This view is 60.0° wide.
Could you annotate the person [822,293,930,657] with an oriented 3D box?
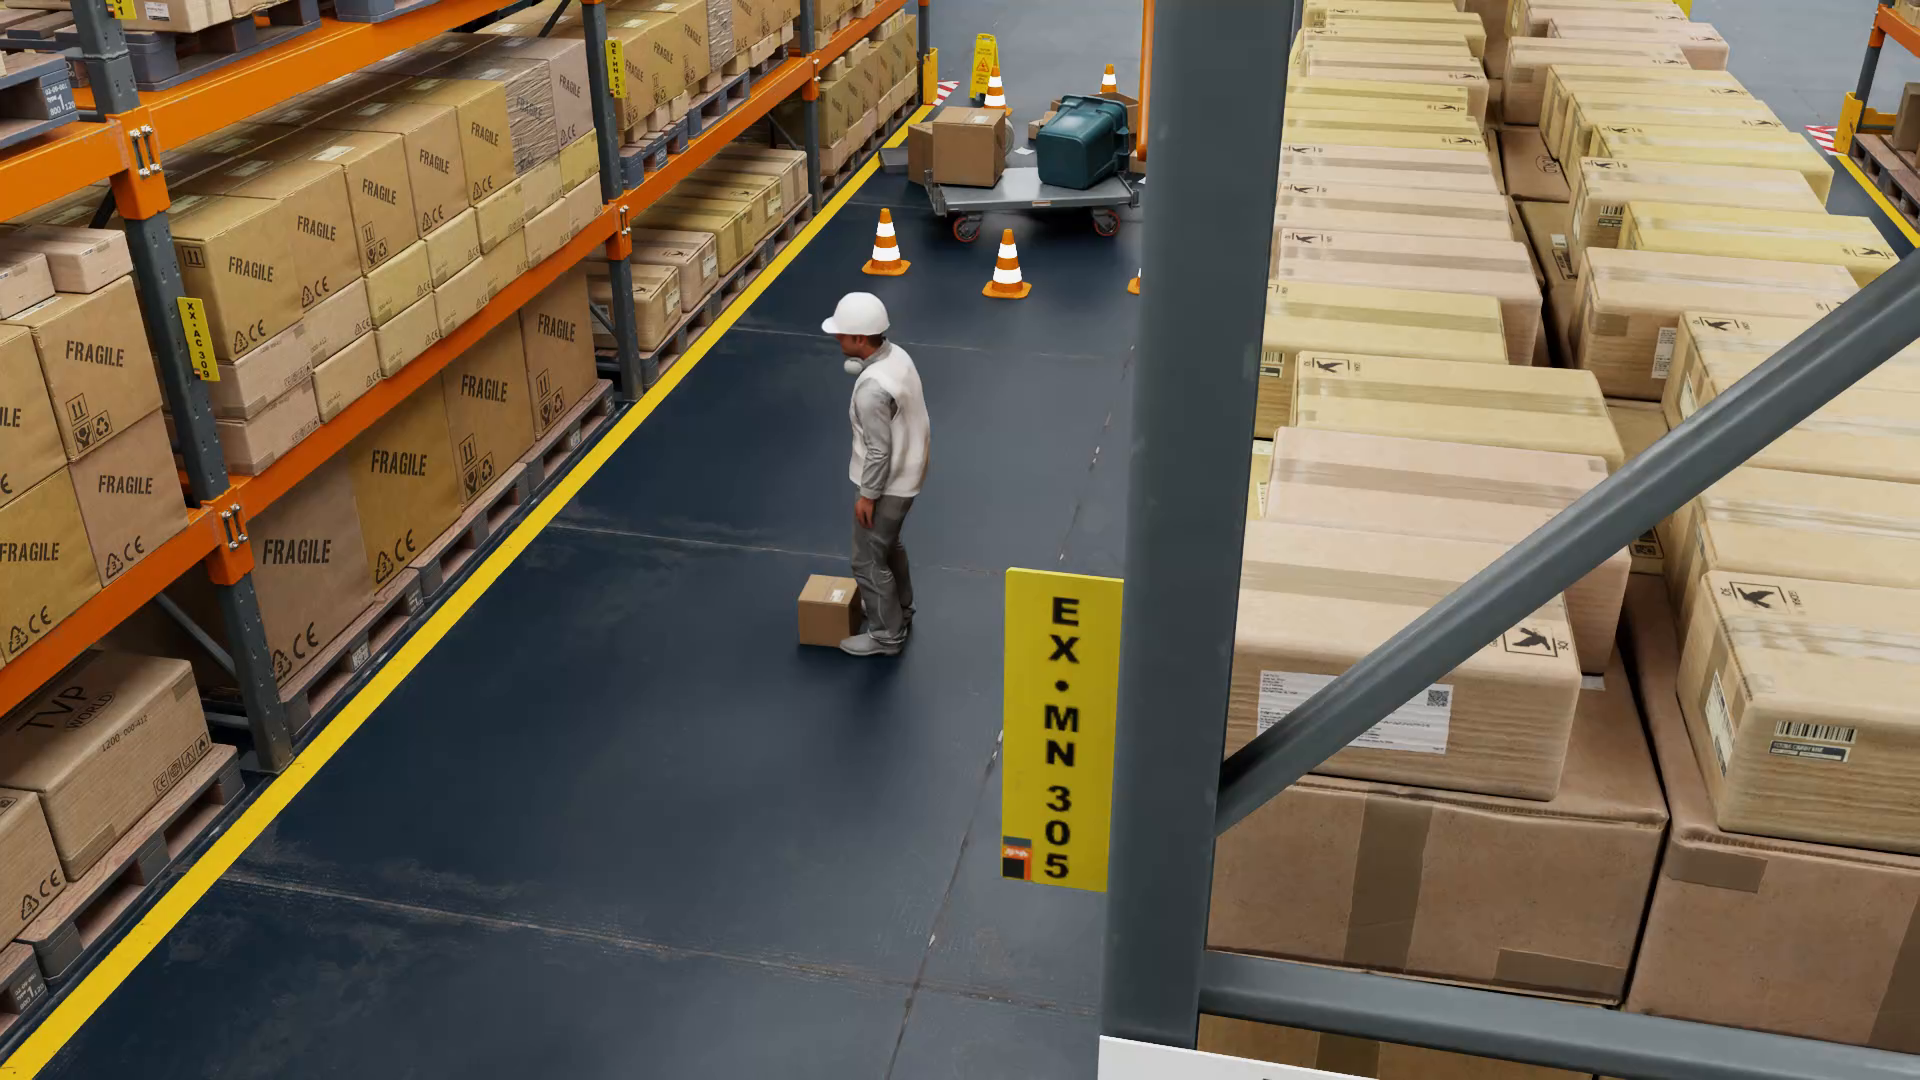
[{"bbox_3d":[-0.369,-0.297,7.644,0.466,1.769,0.579,5,29,8],"label":"person"}]
